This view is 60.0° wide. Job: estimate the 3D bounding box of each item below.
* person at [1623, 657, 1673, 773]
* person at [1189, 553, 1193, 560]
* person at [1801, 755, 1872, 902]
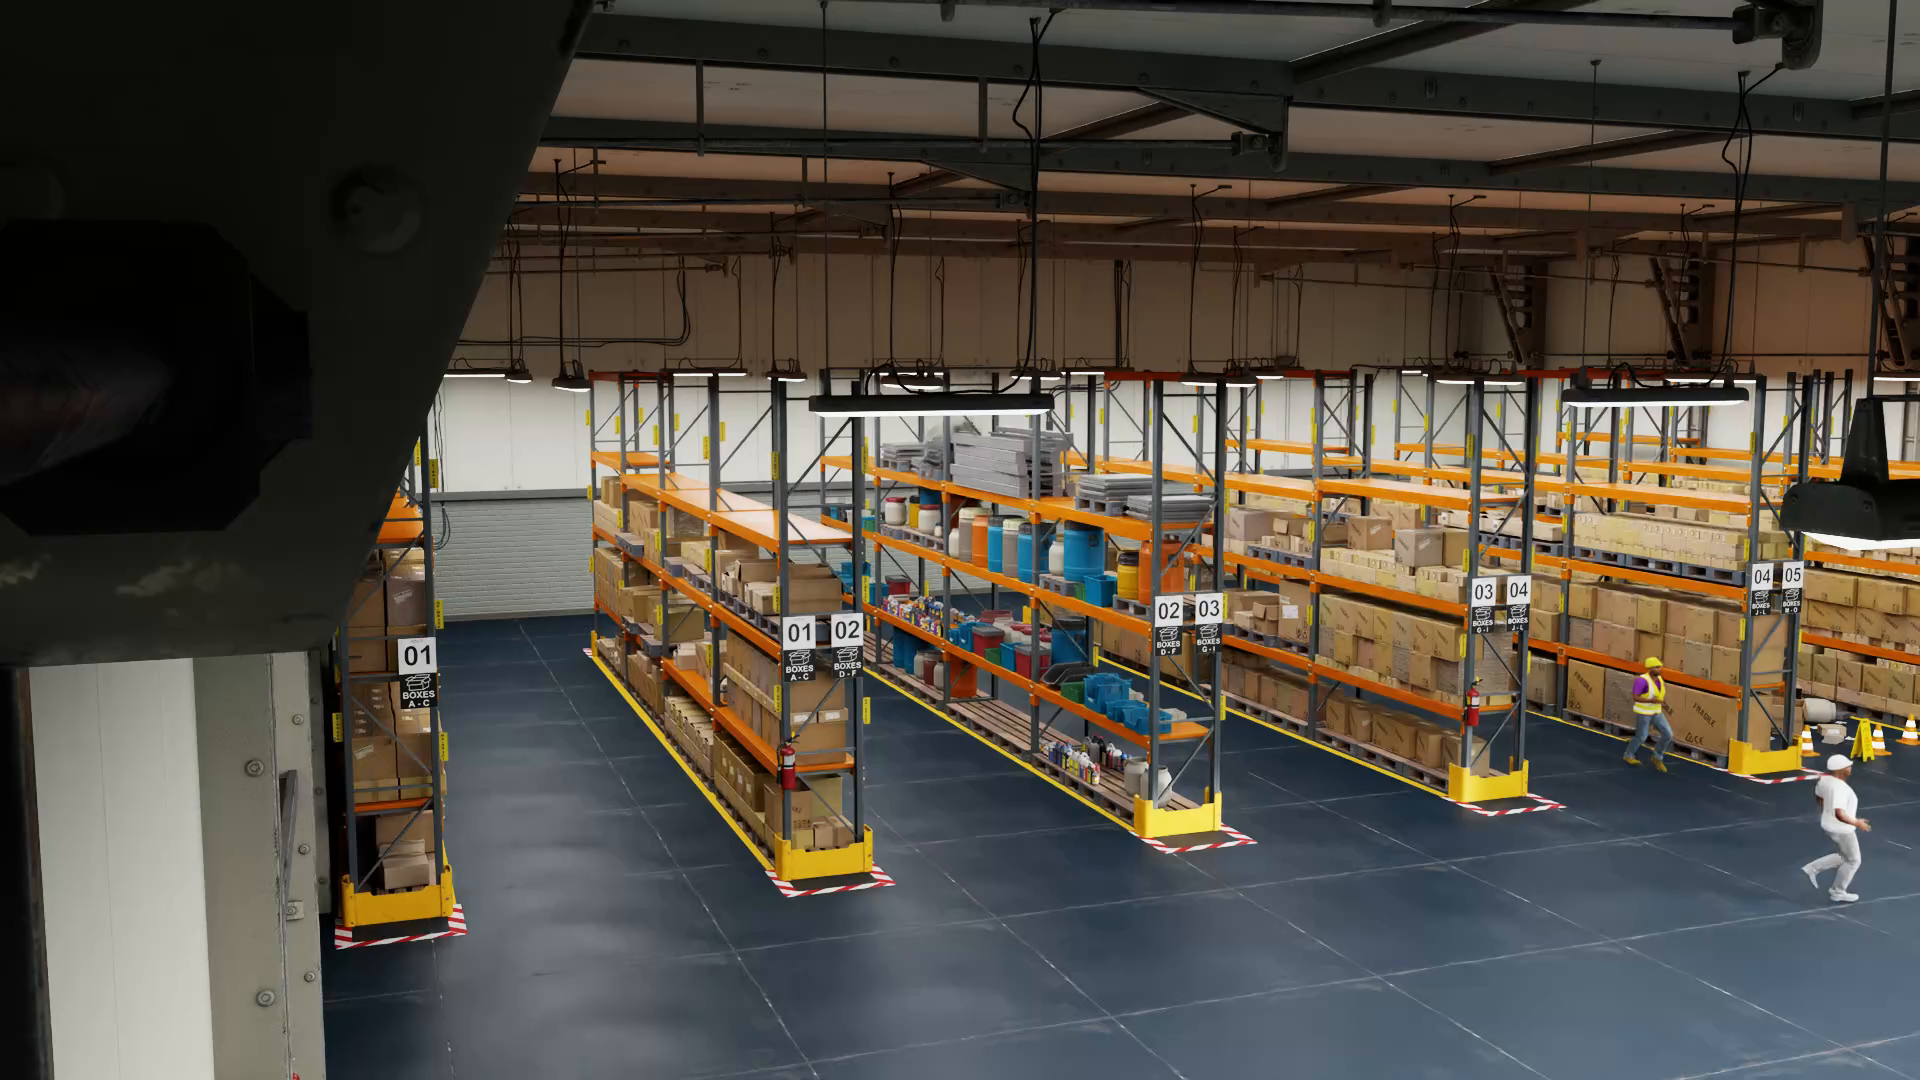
[{"bbox_3d":[10.483,2.648,25.323,0.711,1.769,0.794,-3,7,-24],"label":"person"},{"bbox_3d":[5.396,1.153,38.771,0.702,1.740,0.838,0,6,-3],"label":"person"},{"bbox_3d":[10.144,3.331,19.267,0.609,1.717,0.697,1,6,9],"label":"person"}]
